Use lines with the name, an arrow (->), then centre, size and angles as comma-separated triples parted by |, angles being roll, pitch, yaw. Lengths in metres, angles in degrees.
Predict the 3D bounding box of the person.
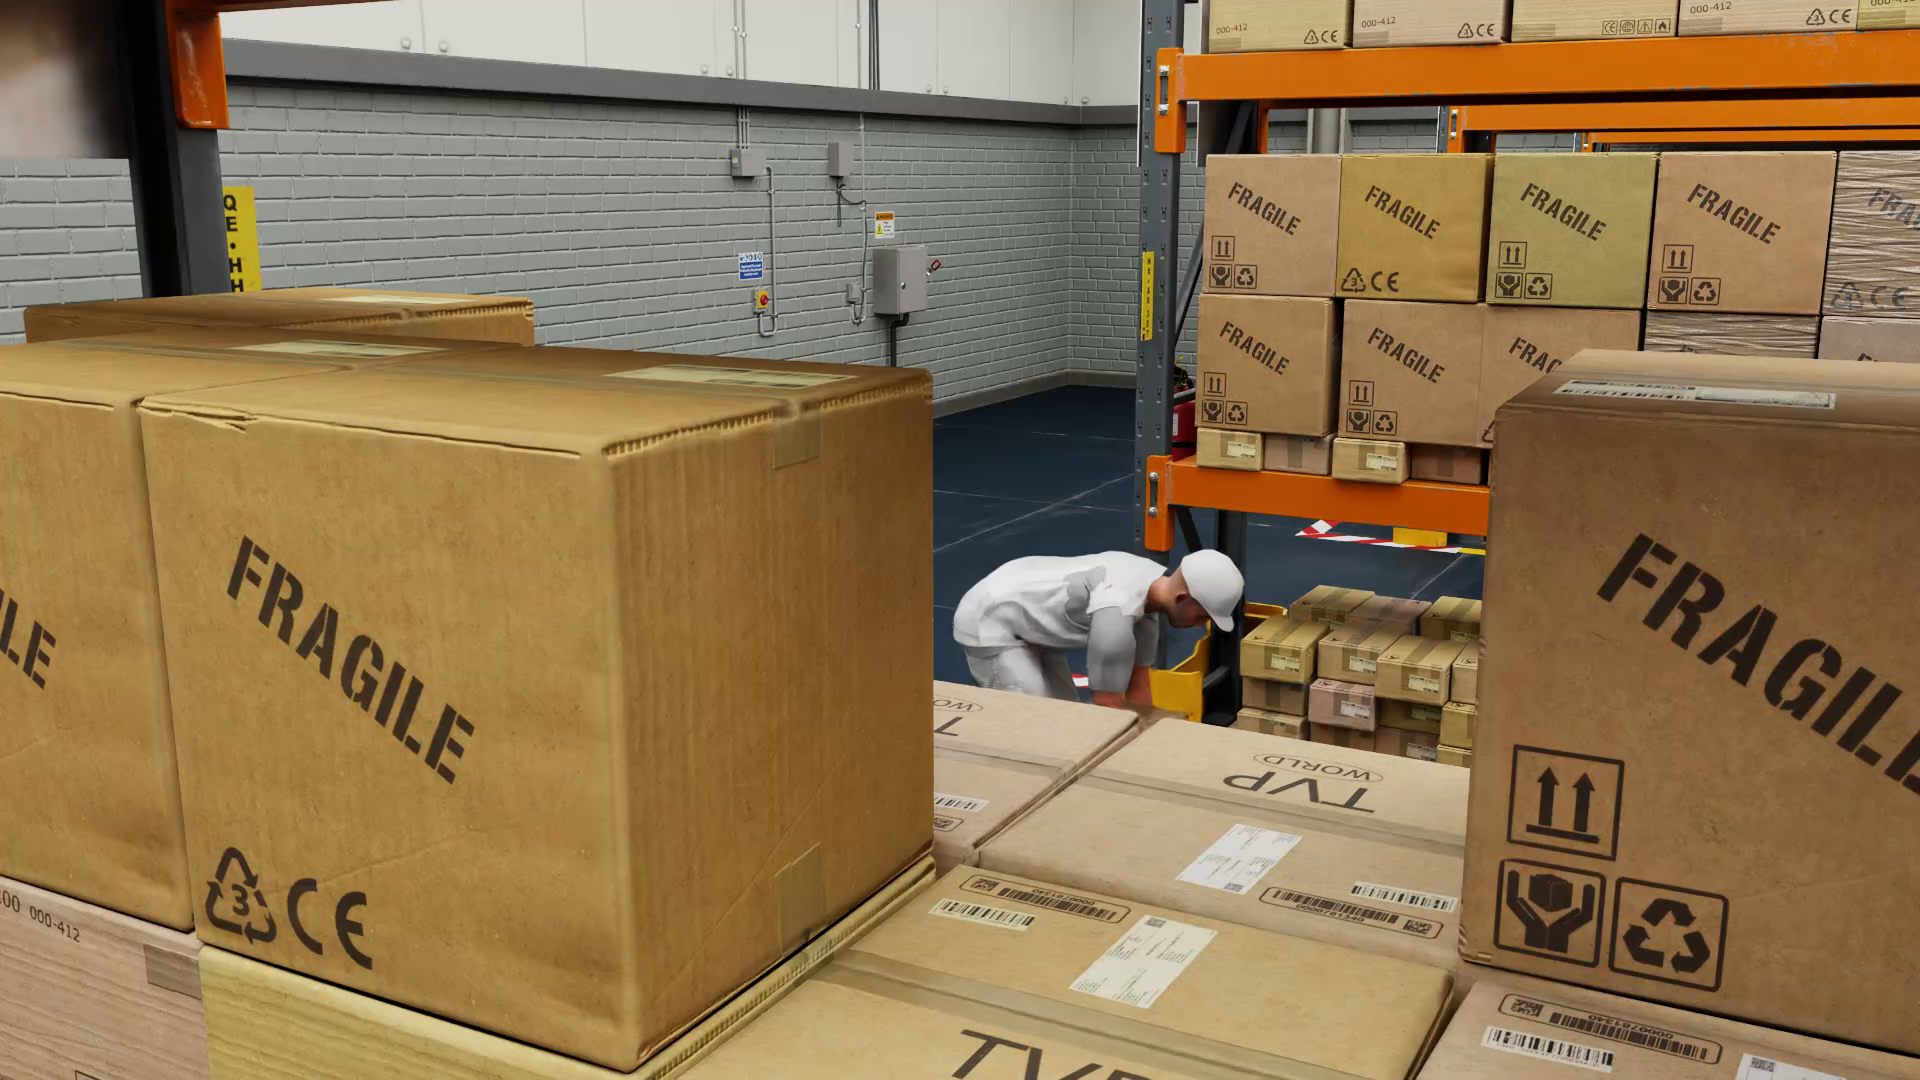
person -> 0.420, 0.473, 5.499 | 0.858, 1.472, 0.476 | 5, 13, 20
